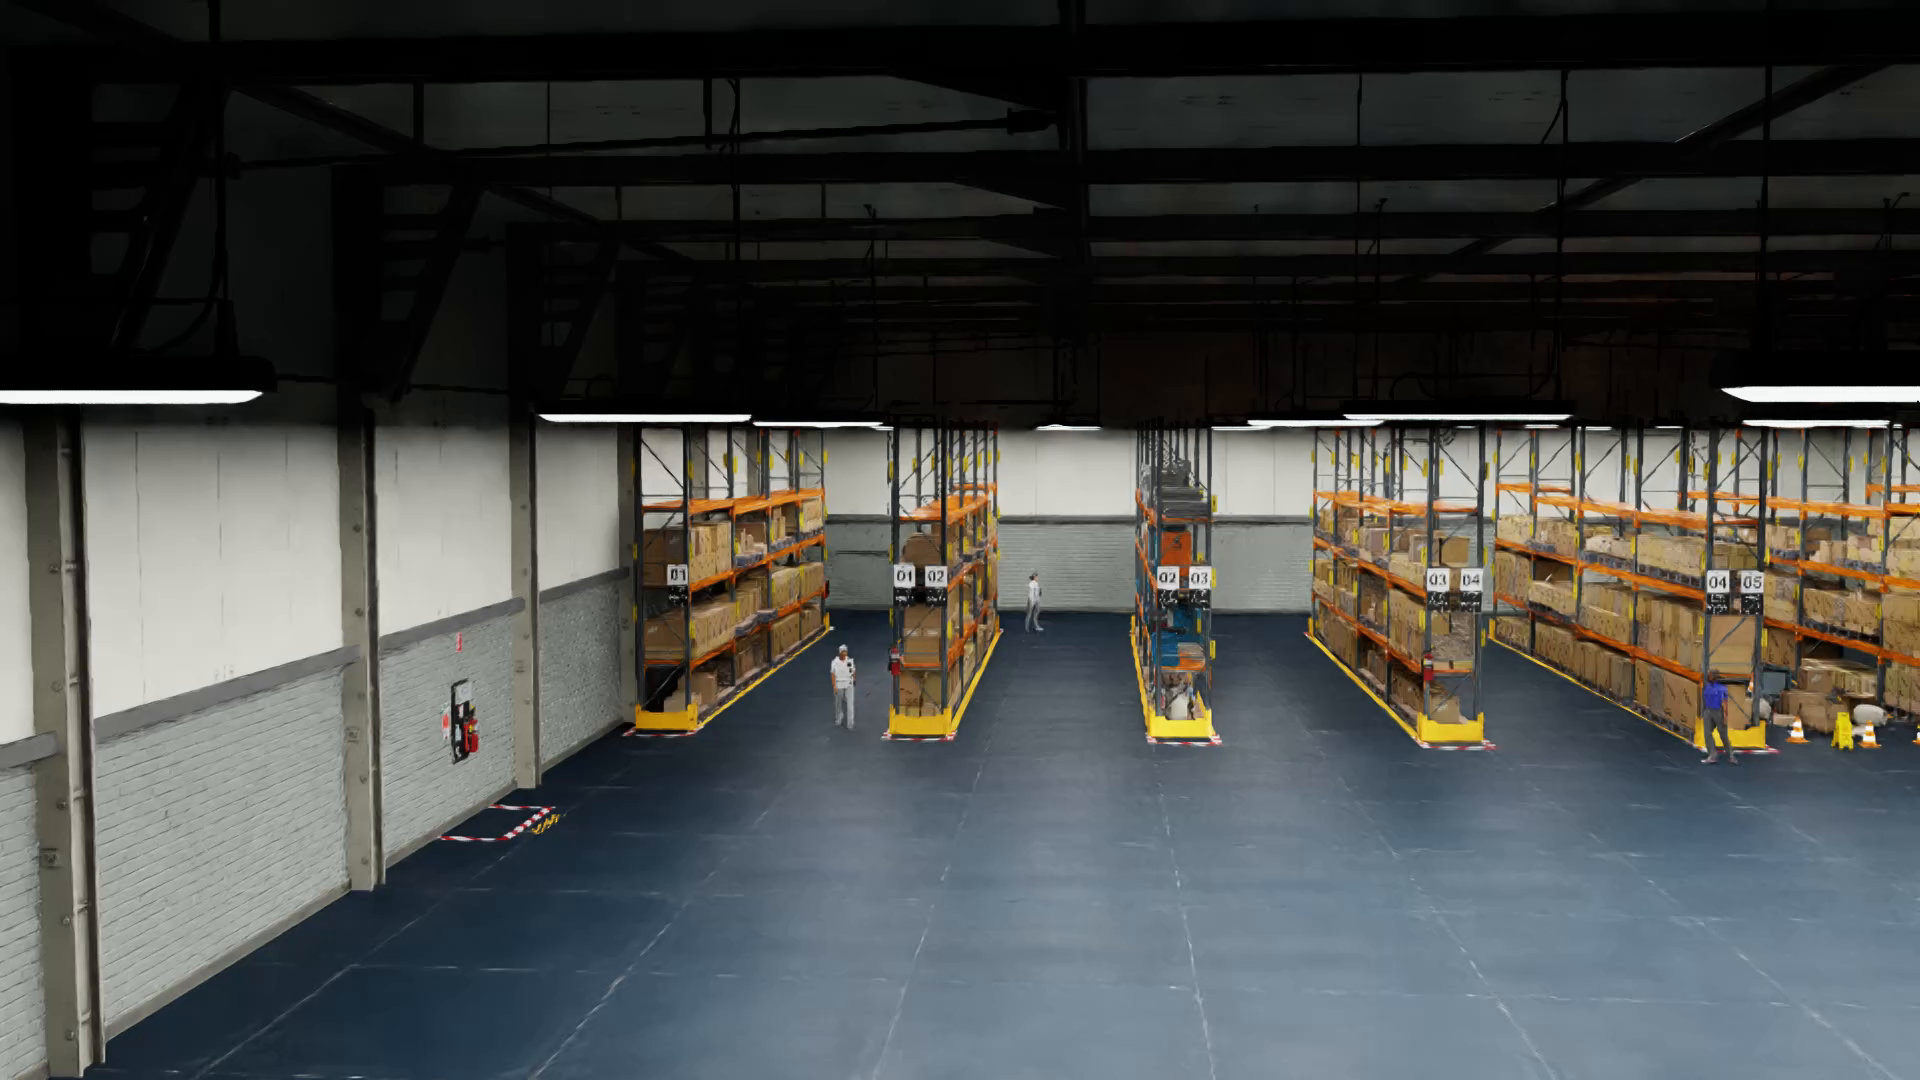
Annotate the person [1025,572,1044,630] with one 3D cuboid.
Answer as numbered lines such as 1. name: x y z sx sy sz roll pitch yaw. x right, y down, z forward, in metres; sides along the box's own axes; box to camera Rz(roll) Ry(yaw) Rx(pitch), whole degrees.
1. person: 2.118 1.759 47.821 0.446 1.678 0.560 2 4 27

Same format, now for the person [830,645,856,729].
1. person: -2.257 2.818 32.101 0.490 1.590 0.999 0 4 -3

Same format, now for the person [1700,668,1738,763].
1. person: 13.134 3.030 28.763 0.534 1.650 0.571 -2 4 -23
